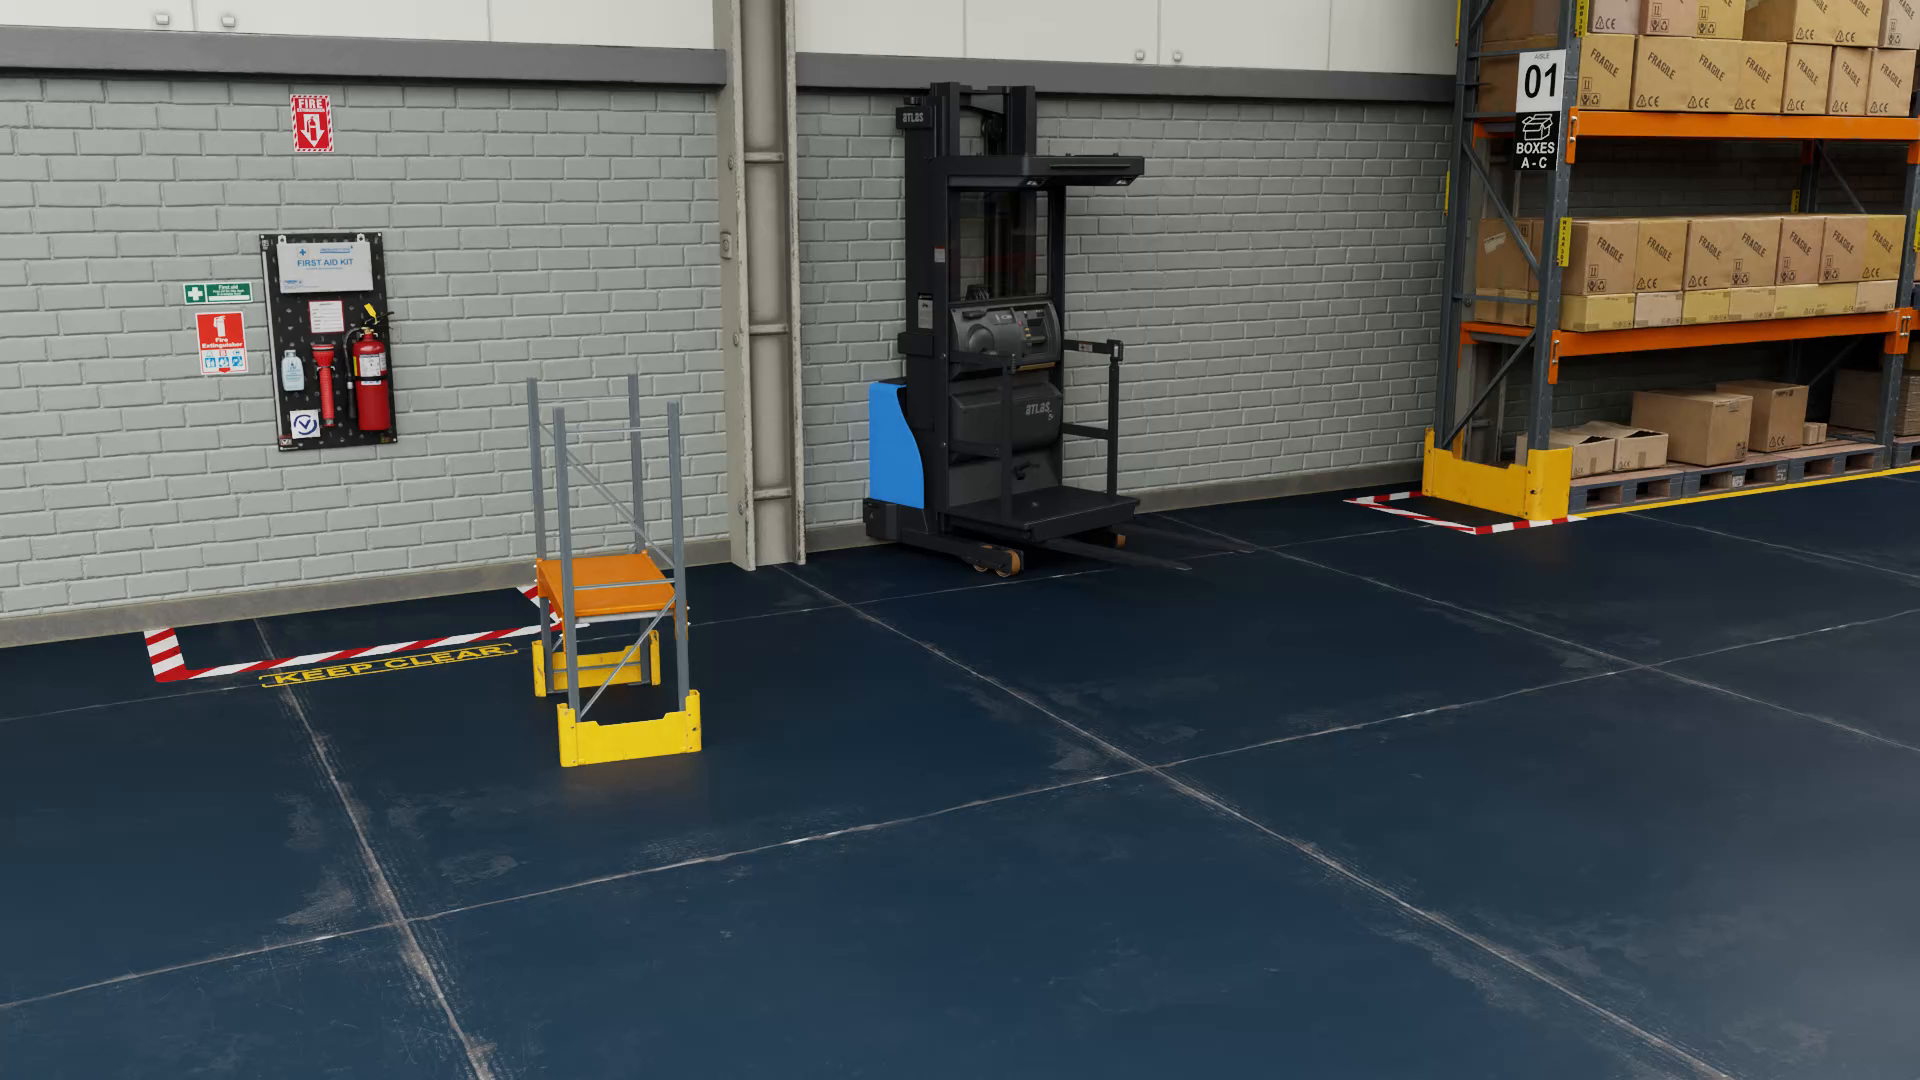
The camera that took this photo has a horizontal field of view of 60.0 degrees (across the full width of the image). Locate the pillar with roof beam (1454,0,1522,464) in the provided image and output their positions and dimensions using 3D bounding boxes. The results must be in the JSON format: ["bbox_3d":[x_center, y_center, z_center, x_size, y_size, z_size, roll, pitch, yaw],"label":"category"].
[{"bbox_3d":[6.118,-4.052,8.618,0.400,9.000,9.100,-7,14,-28],"label":"pillar with roof beam"}]

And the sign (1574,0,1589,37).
[{"bbox_3d":[4.115,-3.500,11.005,0.005,0.325,0.100,-7,14,-28],"label":"sign"}]

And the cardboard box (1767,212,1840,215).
[{"bbox_3d":[6.854,-2.428,13.656,0.500,0.500,0.500,-7,15,-29],"label":"cardboard box"}]

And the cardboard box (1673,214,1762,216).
[{"bbox_3d":[5.958,-2.323,13.189,0.500,0.500,0.500,-6,14,-26],"label":"cardboard box"}]

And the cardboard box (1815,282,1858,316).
[{"bbox_3d":[6.654,-1.913,13.072,0.500,0.250,0.500,-7,14,-28],"label":"cardboard box"}]

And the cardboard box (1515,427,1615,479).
[{"bbox_3d":[4.506,-0.673,12.388,0.500,0.311,0.500,-9,15,-34],"label":"cardboard box"}]

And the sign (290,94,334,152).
[{"bbox_3d":[-3.453,-2.220,8.863,0.199,0.298,0.001,-7,14,-28],"label":"sign"}]

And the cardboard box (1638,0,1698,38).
[{"bbox_3d":[4.774,-3.761,11.606,0.500,0.500,0.500,-7,14,-29],"label":"cardboard box"}]

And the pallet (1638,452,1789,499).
[{"bbox_3d":[5.722,-0.568,13.153,1.213,0.211,1.003,-7,14,-28],"label":"pallet"}]

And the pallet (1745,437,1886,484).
[{"bbox_3d":[6.794,-0.697,13.727,1.213,0.211,1.003,-7,14,-28],"label":"pallet"}]

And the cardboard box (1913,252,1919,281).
[{"bbox_3d":[7.829,-2.446,13.914,0.500,0.500,0.700,-7,14,-28],"label":"cardboard box"}]

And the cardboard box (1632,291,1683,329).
[{"bbox_3d":[4.885,-1.698,12.120,0.500,0.250,0.500,-7,15,-30],"label":"cardboard box"}]

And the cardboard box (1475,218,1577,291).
[{"bbox_3d":[4.167,-2.107,12.229,0.500,0.500,0.500,-7,14,-28],"label":"cardboard box"}]

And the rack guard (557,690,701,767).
[{"bbox_3d":[-1.392,0.792,7.019,0.587,0.250,0.087,-5,13,-19],"label":"rack guard"}]

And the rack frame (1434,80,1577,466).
[{"bbox_3d":[3.855,-1.714,11.895,0.127,3.000,1.000,-7,14,-28],"label":"rack frame"}]

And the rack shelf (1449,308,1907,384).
[{"bbox_3d":[5.611,-1.574,12.909,4.000,0.370,1.077,-7,14,-28],"label":"rack shelf"}]

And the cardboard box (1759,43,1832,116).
[{"bbox_3d":[6.123,-3.440,12.458,0.500,0.500,0.500,-7,15,-30],"label":"cardboard box"}]

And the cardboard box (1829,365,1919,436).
[{"bbox_3d":[8.004,-1.211,14.349,0.500,0.500,0.700,-6,14,-26],"label":"cardboard box"}]

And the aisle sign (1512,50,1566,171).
[{"bbox_3d":[3.936,-2.917,11.319,0.004,0.787,0.394,-7,14,-28],"label":"aisle sign"}]

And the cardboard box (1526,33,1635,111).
[{"bbox_3d":[4.269,-3.223,11.495,0.500,0.500,0.500,-6,14,-26],"label":"cardboard box"}]

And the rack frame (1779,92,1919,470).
[{"bbox_3d":[7.366,-2.135,13.765,0.127,3.000,1.000,-7,14,-28],"label":"rack frame"}]

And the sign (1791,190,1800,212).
[{"bbox_3d":[7.097,-2.807,14.111,0.005,0.325,0.100,-7,14,-28],"label":"sign"}]

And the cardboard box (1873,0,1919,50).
[{"bbox_3d":[7.056,-4.040,12.846,0.500,0.500,0.500,-8,15,-33],"label":"cardboard box"}]

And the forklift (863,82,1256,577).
[{"bbox_3d":[0.443,-1.332,10.353,1.130,2.935,3.031,-12,18,-43],"label":"forklift"}]

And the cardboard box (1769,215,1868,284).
[{"bbox_3d":[6.664,-2.275,12.973,0.500,0.500,0.500,-7,14,-28],"label":"cardboard box"}]

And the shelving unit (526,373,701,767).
[{"bbox_3d":[-1.561,0.080,7.338,0.587,1.500,1.083,-5,13,-19],"label":"shelving unit"}]

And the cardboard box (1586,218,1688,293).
[{"bbox_3d":[4.857,-2.059,12.015,0.500,0.500,0.500,-7,14,-28],"label":"cardboard box"}]

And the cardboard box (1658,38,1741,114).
[{"bbox_3d":[5.211,-3.328,11.961,0.500,0.500,0.500,-6,14,-25],"label":"cardboard box"}]

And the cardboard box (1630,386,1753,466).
[{"bbox_3d":[5.674,-0.892,12.934,0.500,0.500,0.700,-8,15,-31],"label":"cardboard box"}]

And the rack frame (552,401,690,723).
[{"bbox_3d":[-1.385,0.187,6.864,0.500,1.500,0.032,-5,13,-19],"label":"rack frame"}]

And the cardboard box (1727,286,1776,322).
[{"bbox_3d":[5.779,-1.804,12.588,0.500,0.250,0.500,-7,14,-27],"label":"cardboard box"}]

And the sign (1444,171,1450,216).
[{"bbox_3d":[3.607,-2.542,12.218,0.005,0.325,0.100,-7,14,-28],"label":"sign"}]

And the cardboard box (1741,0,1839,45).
[{"bbox_3d":[6.127,-3.923,12.328,0.500,0.500,0.500,-7,15,-30],"label":"cardboard box"}]

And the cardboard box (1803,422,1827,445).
[{"bbox_3d":[6.911,-0.905,13.752,0.250,0.166,0.380,-9,16,-35],"label":"cardboard box"}]

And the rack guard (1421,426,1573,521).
[{"bbox_3d":[3.922,-0.503,12.205,0.348,0.500,1.175,-7,14,-28],"label":"rack guard"}]

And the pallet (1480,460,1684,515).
[{"bbox_3d":[4.652,-0.441,12.586,1.213,0.211,1.003,-7,14,-28],"label":"pallet"}]

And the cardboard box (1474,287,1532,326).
[{"bbox_3d":[4.173,-1.737,12.294,0.500,0.250,0.500,-7,14,-27],"label":"cardboard box"}]

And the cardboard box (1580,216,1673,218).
[{"bbox_3d":[5.065,-2.214,12.701,0.500,0.500,0.500,-7,15,-29],"label":"cardboard box"}]

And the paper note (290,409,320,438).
[{"bbox_3d":[-3.587,-0.636,9.109,0.142,0.148,0.016,-7,14,-28],"label":"paper note"}]

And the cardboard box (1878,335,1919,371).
[{"bbox_3d":[8.389,-1.624,14.476,0.500,0.250,0.500,-7,15,-29],"label":"cardboard box"}]

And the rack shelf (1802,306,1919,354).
[{"bbox_3d":[9.122,-1.995,14.779,4.000,0.370,1.077,-7,14,-28],"label":"rack shelf"}]

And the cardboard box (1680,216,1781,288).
[{"bbox_3d":[5.761,-2.169,12.503,0.500,0.500,0.500,-6,14,-26],"label":"cardboard box"}]

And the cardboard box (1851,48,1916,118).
[{"bbox_3d":[7.039,-3.556,12.973,0.500,0.500,0.500,-6,14,-26],"label":"cardboard box"}]
